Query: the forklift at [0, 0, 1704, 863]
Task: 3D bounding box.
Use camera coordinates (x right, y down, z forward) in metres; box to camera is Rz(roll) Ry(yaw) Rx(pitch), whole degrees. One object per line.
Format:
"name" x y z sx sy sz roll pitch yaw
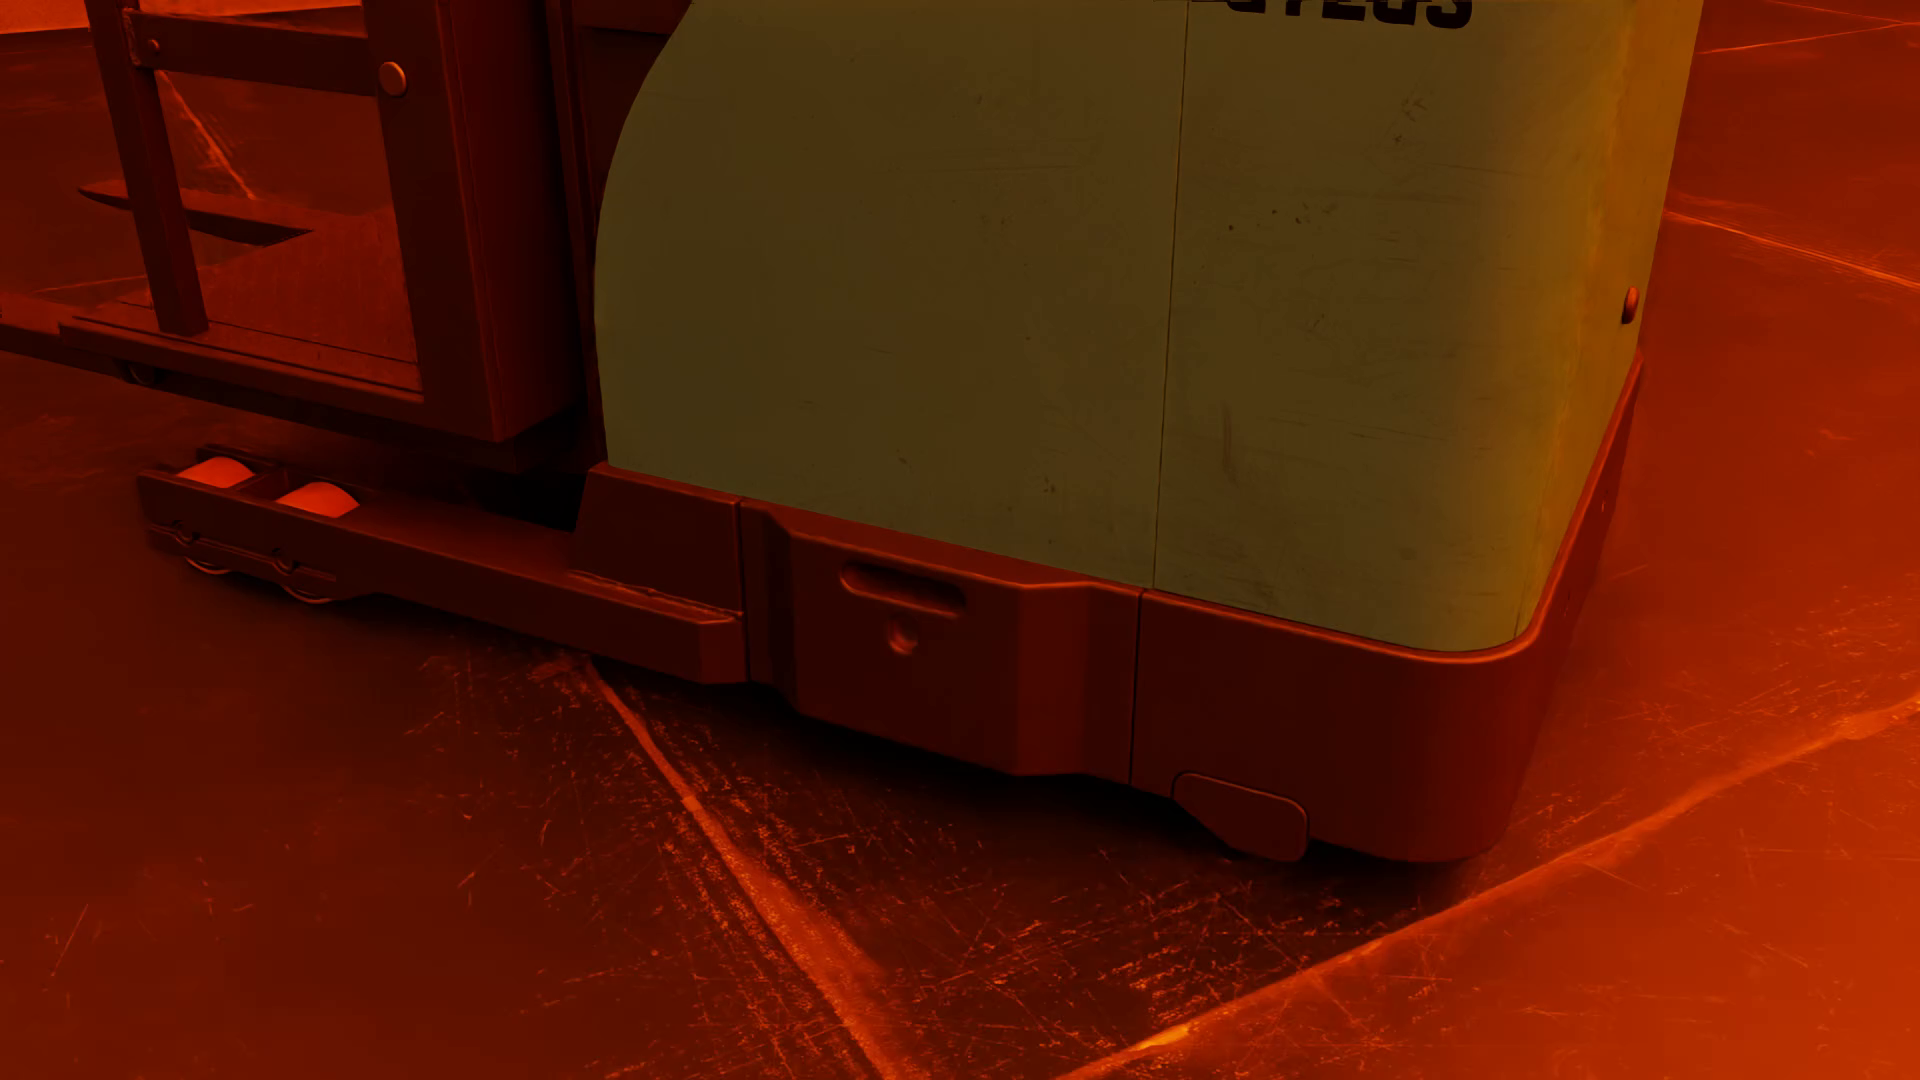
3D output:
"forklift" -0.596 -1.416 2.052 3.031 2.935 1.130 13 30 24
